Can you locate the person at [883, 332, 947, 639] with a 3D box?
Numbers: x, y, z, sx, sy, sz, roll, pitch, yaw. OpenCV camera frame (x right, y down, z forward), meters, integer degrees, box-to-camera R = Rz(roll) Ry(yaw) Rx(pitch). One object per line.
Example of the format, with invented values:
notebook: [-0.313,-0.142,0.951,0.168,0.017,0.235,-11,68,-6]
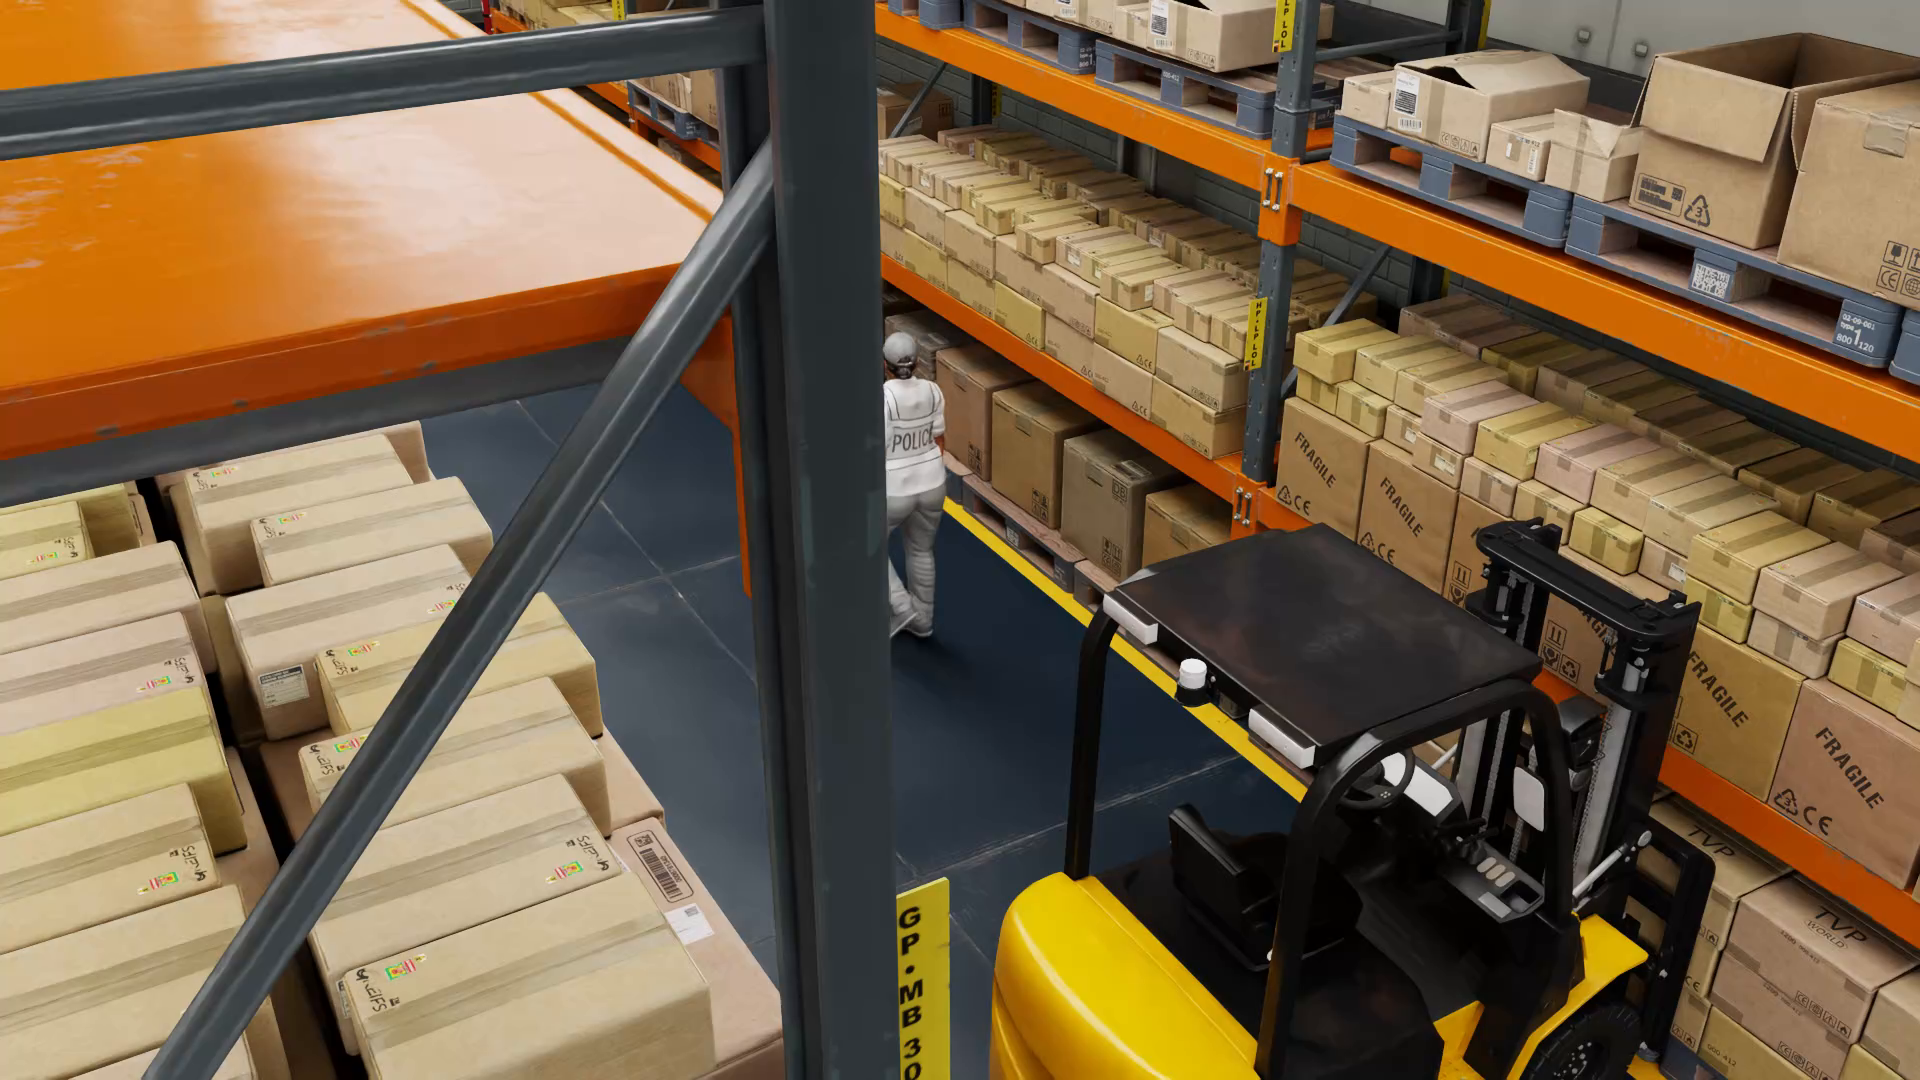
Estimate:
person: [-0.298,-0.253,8.539,0.524,1.659,0.473,-19,34,-30]
